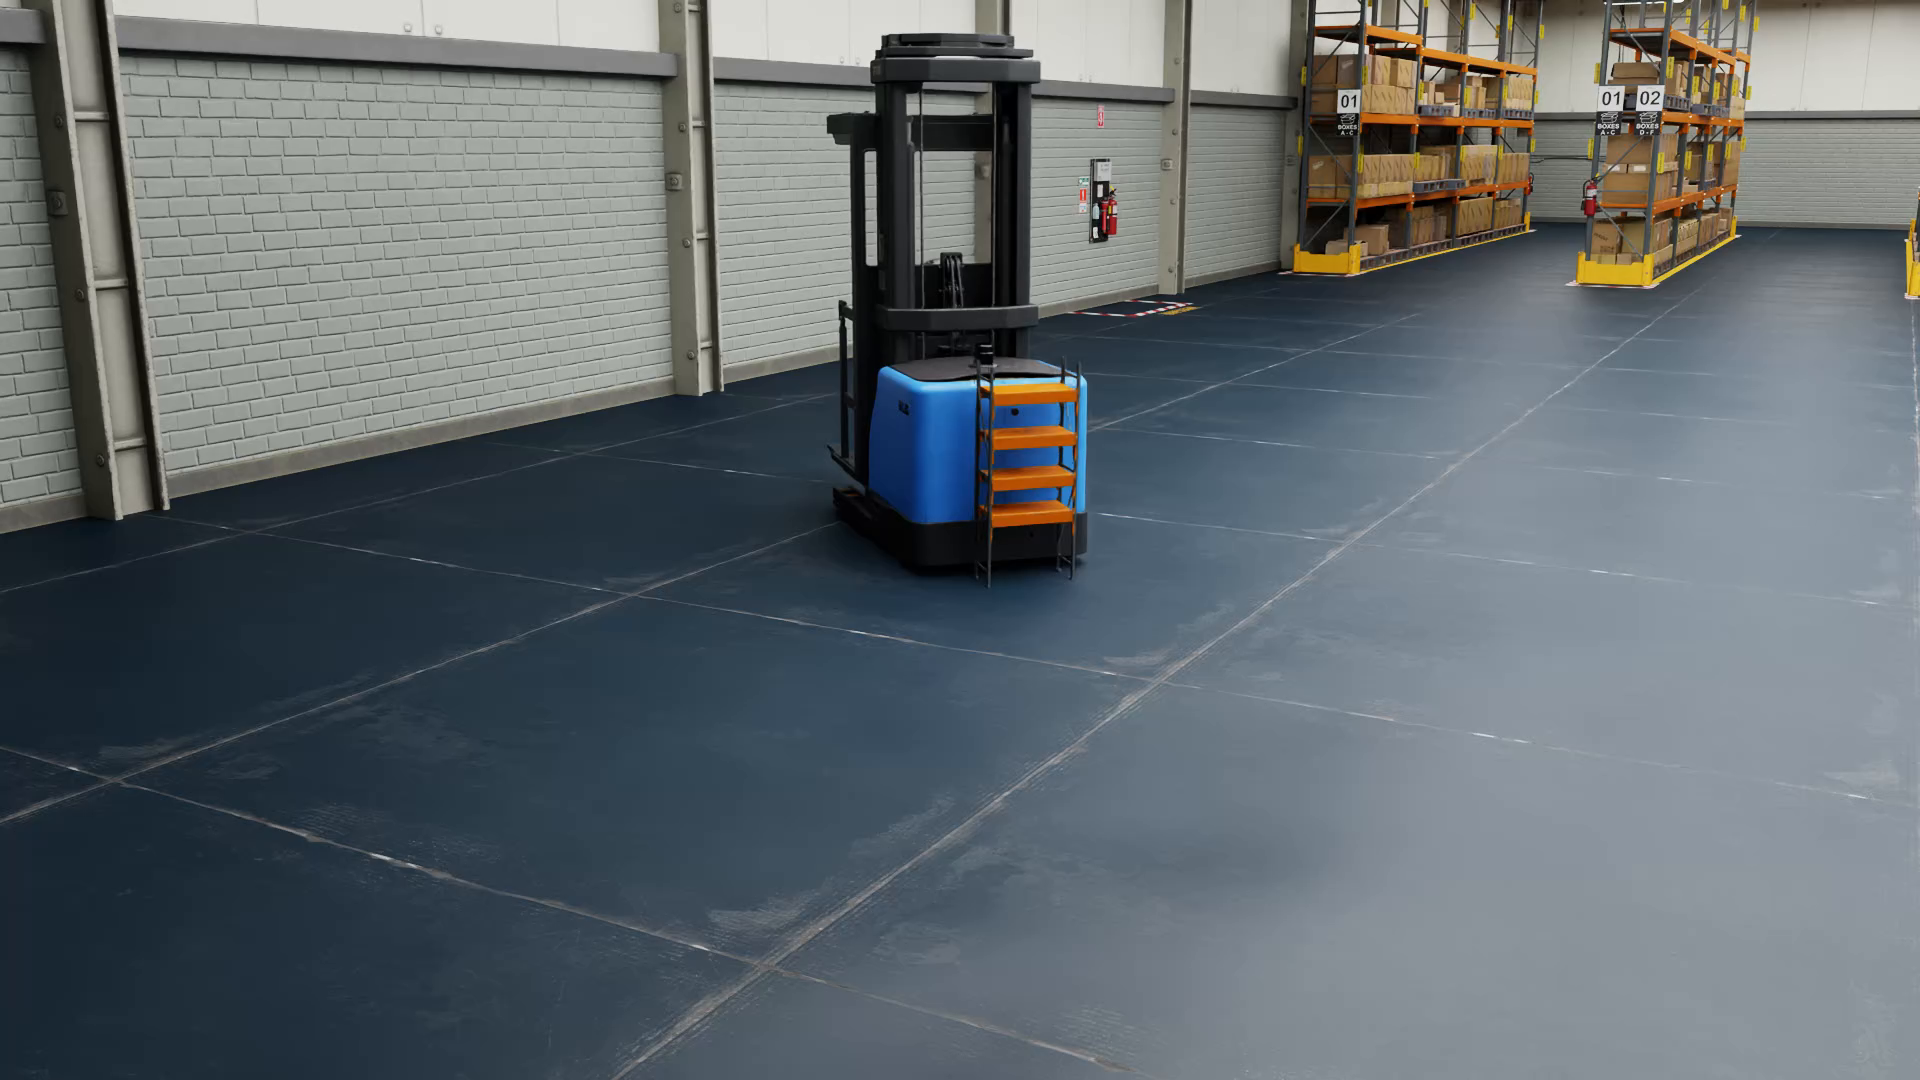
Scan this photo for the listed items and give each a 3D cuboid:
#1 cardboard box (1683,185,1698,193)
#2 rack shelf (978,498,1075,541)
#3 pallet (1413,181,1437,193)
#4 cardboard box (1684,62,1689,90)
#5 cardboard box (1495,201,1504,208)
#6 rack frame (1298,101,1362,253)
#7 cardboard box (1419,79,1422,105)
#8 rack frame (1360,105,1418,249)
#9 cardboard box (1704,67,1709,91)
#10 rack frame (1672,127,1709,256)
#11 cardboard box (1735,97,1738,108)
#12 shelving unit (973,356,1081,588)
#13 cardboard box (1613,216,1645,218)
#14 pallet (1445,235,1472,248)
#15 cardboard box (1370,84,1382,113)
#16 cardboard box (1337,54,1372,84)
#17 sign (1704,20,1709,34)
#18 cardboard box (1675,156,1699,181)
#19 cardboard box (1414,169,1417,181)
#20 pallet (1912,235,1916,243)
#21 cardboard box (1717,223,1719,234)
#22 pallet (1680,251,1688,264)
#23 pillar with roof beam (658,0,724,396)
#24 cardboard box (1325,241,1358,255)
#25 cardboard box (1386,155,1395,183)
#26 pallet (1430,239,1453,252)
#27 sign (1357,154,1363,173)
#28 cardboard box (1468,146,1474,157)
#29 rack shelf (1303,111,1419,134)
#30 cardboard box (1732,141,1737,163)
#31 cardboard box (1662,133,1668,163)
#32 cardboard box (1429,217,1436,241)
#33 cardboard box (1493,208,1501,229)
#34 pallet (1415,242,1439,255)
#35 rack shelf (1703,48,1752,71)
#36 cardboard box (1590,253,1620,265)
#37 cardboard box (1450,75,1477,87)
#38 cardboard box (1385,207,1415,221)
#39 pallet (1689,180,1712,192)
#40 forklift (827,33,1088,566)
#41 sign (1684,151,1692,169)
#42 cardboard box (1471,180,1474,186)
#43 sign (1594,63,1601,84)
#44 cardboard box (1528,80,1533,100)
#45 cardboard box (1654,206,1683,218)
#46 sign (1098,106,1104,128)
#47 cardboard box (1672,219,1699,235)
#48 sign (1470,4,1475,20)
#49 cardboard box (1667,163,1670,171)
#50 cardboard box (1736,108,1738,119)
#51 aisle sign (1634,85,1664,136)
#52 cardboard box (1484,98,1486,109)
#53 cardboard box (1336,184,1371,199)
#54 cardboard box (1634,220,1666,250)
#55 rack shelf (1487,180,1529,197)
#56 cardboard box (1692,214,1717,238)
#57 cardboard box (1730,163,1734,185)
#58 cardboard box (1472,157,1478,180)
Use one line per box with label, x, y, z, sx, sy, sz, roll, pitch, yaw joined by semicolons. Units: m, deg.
cardboard box;14.637;-7.066;33.477;0.380;0.149;0.250;7;15;28
rack shelf;0.355;-0.114;9.059;0.480;0.148;0.258;-4;16;-18
pallet;9.055;-7.190;33.868;1.003;0.211;1.213;7;15;28
cardboard box;13.484;-8.778;31.470;0.500;0.500;0.500;9;16;33
cardboard box;13.202;-8.280;41.033;0.380;0.149;0.250;8;16;30
rack frame;6.624;-6.323;29.860;1.000;3.000;0.127;7;15;28
cardboard box;8.892;-8.957;33.279;0.500;0.500;0.500;10;17;36
rack frame;8.558;-7.143;33.264;1.000;3.000;0.127;7;15;28
cardboard box;15.293;-9.590;34.665;0.500;0.500;0.500;7;15;28
rack frame;14.830;-7.404;34.343;1.000;3.000;0.127;7;15;28
cardboard box;17.708;-10.128;38.498;0.500;0.250;0.500;7;15;28
shelving unit;0.358;-0.370;8.988;0.503;1.200;0.258;-4;16;-18
cardboard box;12.398;-5.755;30.877;0.500;0.500;0.500;7;15;28
pallet;10.939;-6.762;37.630;1.003;0.211;1.213;7;15;28
cardboard box;7.296;-7.986;30.101;0.500;0.500;0.500;9;16;32
cardboard box;7.023;-8.377;29.591;0.500;0.500;0.500;6;15;24
sign;18.222;-12.515;40.584;0.100;0.325;0.005;7;15;28
cardboard box;15.036;-7.798;34.871;0.700;0.500;0.500;2;14;9
cardboard box;8.834;-7.506;33.618;0.700;0.500;0.500;7;15;28
pallet;22.008;-6.713;37.429;1.003;0.211;1.213;7;15;28
cardboard box;17.156;-7.193;38.266;0.500;0.311;0.500;7;15;28
pallet;13.807;-5.634;32.953;1.003;0.211;1.213;7;15;28
pillar with roof beam;1.273;-5.300;12.818;9.100;9.000;0.400;7;15;28
cardboard box;7.038;-5.361;30.670;0.500;0.311;0.500;6;15;22
cardboard box;7.860;-7.001;31.350;0.500;0.500;0.500;8;16;30
pallet;10.113;-6.448;36.330;1.003;0.211;1.213;7;15;28
sign;7.100;-6.682;29.503;0.100;0.325;0.005;7;15;28
cardboard box;11.196;-8.706;37.254;0.500;0.250;0.500;7;15;27
rack shelf;7.591;-7.842;31.294;1.077;0.370;4.000;7;15;28
cardboard box;17.985;-9.141;39.203;0.500;0.500;0.500;8;16;30
cardboard box;11.960;-6.862;29.113;0.700;0.500;0.500;7;15;28
cardboard box;9.839;-6.717;35.888;0.700;0.500;0.500;7;15;28
cardboard box;12.877;-7.915;40.904;0.700;0.500;0.500;8;16;29
pallet;9.522;-6.199;35.296;1.003;0.211;1.213;7;15;28
rack shelf;17.731;-11.200;38.831;1.077;0.370;4.000;7;15;28
cardboard box;10.963;-4.773;28.403;0.500;0.250;0.500;7;15;28
cardboard box;11.632;-10.589;38.405;0.500;0.250;0.500;7;15;26
cardboard box;9.109;-6.750;34.428;0.500;0.250;0.500;7;15;27
pallet;15.096;-7.457;34.975;1.213;0.211;1.003;7;15;28
forklift;-0.189;-1.580;10.335;1.130;2.935;3.031;-4;14;-16
sign;13.383;-6.980;30.569;0.100;0.325;0.005;7;15;28
cardboard box;11.586;-8.209;38.177;0.380;0.149;0.250;7;15;28
sign;10.494;-7.677;27.356;0.100;0.325;0.005;7;15;28
cardboard box;14.244;-11.427;42.242;0.500;0.500;0.500;7;15;28
cardboard box;15.100;-6.997;35.453;0.500;0.250;0.500;8;16;30
sign;1.986;-5.967;23.439;0.001;0.298;0.199;7;15;28
cardboard box;14.792;-6.408;33.989;0.500;0.311;0.500;8;16;30
sign;10.972;-11.314;35.599;0.100;0.325;0.005;7;15;28
cardboard box;12.337;-6.606;29.439;0.380;0.149;0.250;8;16;30
cardboard box;17.942;-9.989;38.986;0.500;0.250;0.500;7;15;28
aisle sign;11.199;-6.978;27.030;0.394;0.787;0.004;7;15;28
cardboard box;12.551;-10.590;40.369;0.500;0.250;0.500;8;15;29
cardboard box;7.138;-6.324;30.141;0.500;0.250;0.500;7;15;26
cardboard box;12.144;-5.387;29.347;0.500;0.500;0.500;7;15;28
rack shelf;13.392;-8.845;41.858;1.077;0.370;4.000;7;15;28
cardboard box;16.530;-6.989;37.017;0.500;0.500;0.500;7;15;28
cardboard box;17.982;-8.659;39.336;0.500;0.500;0.500;7;15;27
cardboard box;11.453;-8.446;37.775;0.500;0.500;0.500;7;15;28
